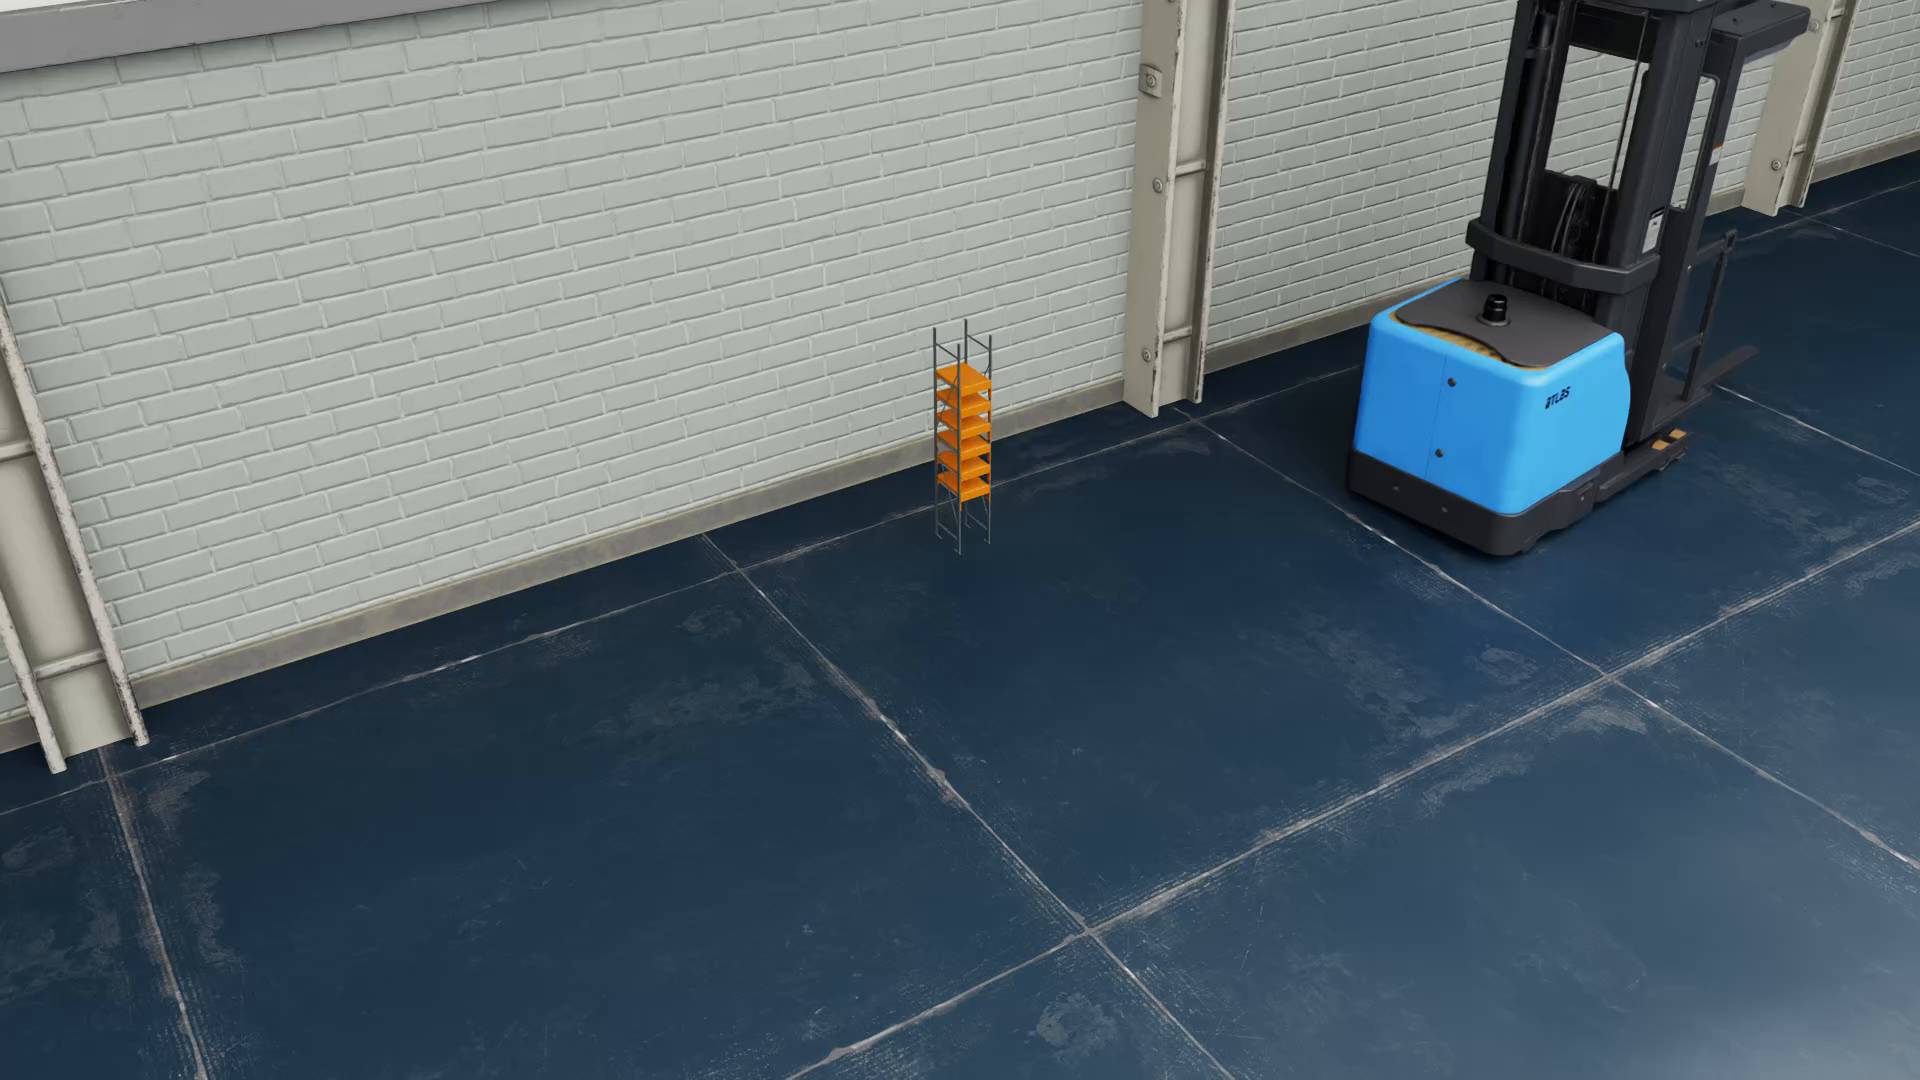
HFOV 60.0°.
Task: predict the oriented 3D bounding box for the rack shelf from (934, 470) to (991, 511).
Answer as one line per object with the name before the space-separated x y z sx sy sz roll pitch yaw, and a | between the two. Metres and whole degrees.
rack shelf | 0.012 -0.271 8.588 0.180 0.103 0.258 -19 37 -27

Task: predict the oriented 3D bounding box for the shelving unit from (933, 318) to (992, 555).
shelving unit | 0.012 -0.512 8.437 0.189 1.200 0.258 -19 37 -27

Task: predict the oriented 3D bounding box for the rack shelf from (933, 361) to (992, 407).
rack shelf | 0.012 -0.779 8.268 0.180 0.103 0.258 -19 37 -27

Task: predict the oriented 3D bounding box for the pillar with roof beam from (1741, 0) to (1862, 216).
pillar with roof beam | 8.597 -4.463 7.390 0.400 9.000 9.100 -19 37 -27

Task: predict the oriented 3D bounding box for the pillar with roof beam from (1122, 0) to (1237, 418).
pillar with roof beam | 3.554 -2.729 4.641 0.400 9.000 9.100 -19 37 -27

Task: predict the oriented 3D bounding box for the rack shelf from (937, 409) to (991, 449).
rack shelf | 0.012 -0.576 8.396 0.180 0.103 0.258 -19 37 -27

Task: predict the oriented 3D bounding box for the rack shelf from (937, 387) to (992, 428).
rack shelf | 0.012 -0.677 8.332 0.180 0.103 0.258 -19 37 -27

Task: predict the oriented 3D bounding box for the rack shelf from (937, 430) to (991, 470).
rack shelf | 0.012 -0.474 8.460 0.180 0.103 0.258 -19 37 -27

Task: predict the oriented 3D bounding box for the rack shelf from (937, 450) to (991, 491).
rack shelf | 0.012 -0.373 8.524 0.180 0.103 0.258 -19 37 -27

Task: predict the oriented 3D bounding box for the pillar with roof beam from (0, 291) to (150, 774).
pillar with roof beam | -1.489 -0.994 1.892 0.400 9.000 9.100 -19 37 -27

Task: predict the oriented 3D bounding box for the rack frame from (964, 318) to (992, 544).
rack frame | 0.089 -0.538 8.478 0.006 1.200 0.240 -19 37 -27

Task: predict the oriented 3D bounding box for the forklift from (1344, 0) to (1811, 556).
forklift | 3.541 -1.820 8.887 3.031 2.935 1.130 -25 40 -34

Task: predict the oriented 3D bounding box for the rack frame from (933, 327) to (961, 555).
rack frame | -0.065 -0.485 8.395 0.006 1.200 0.240 -19 37 -27
